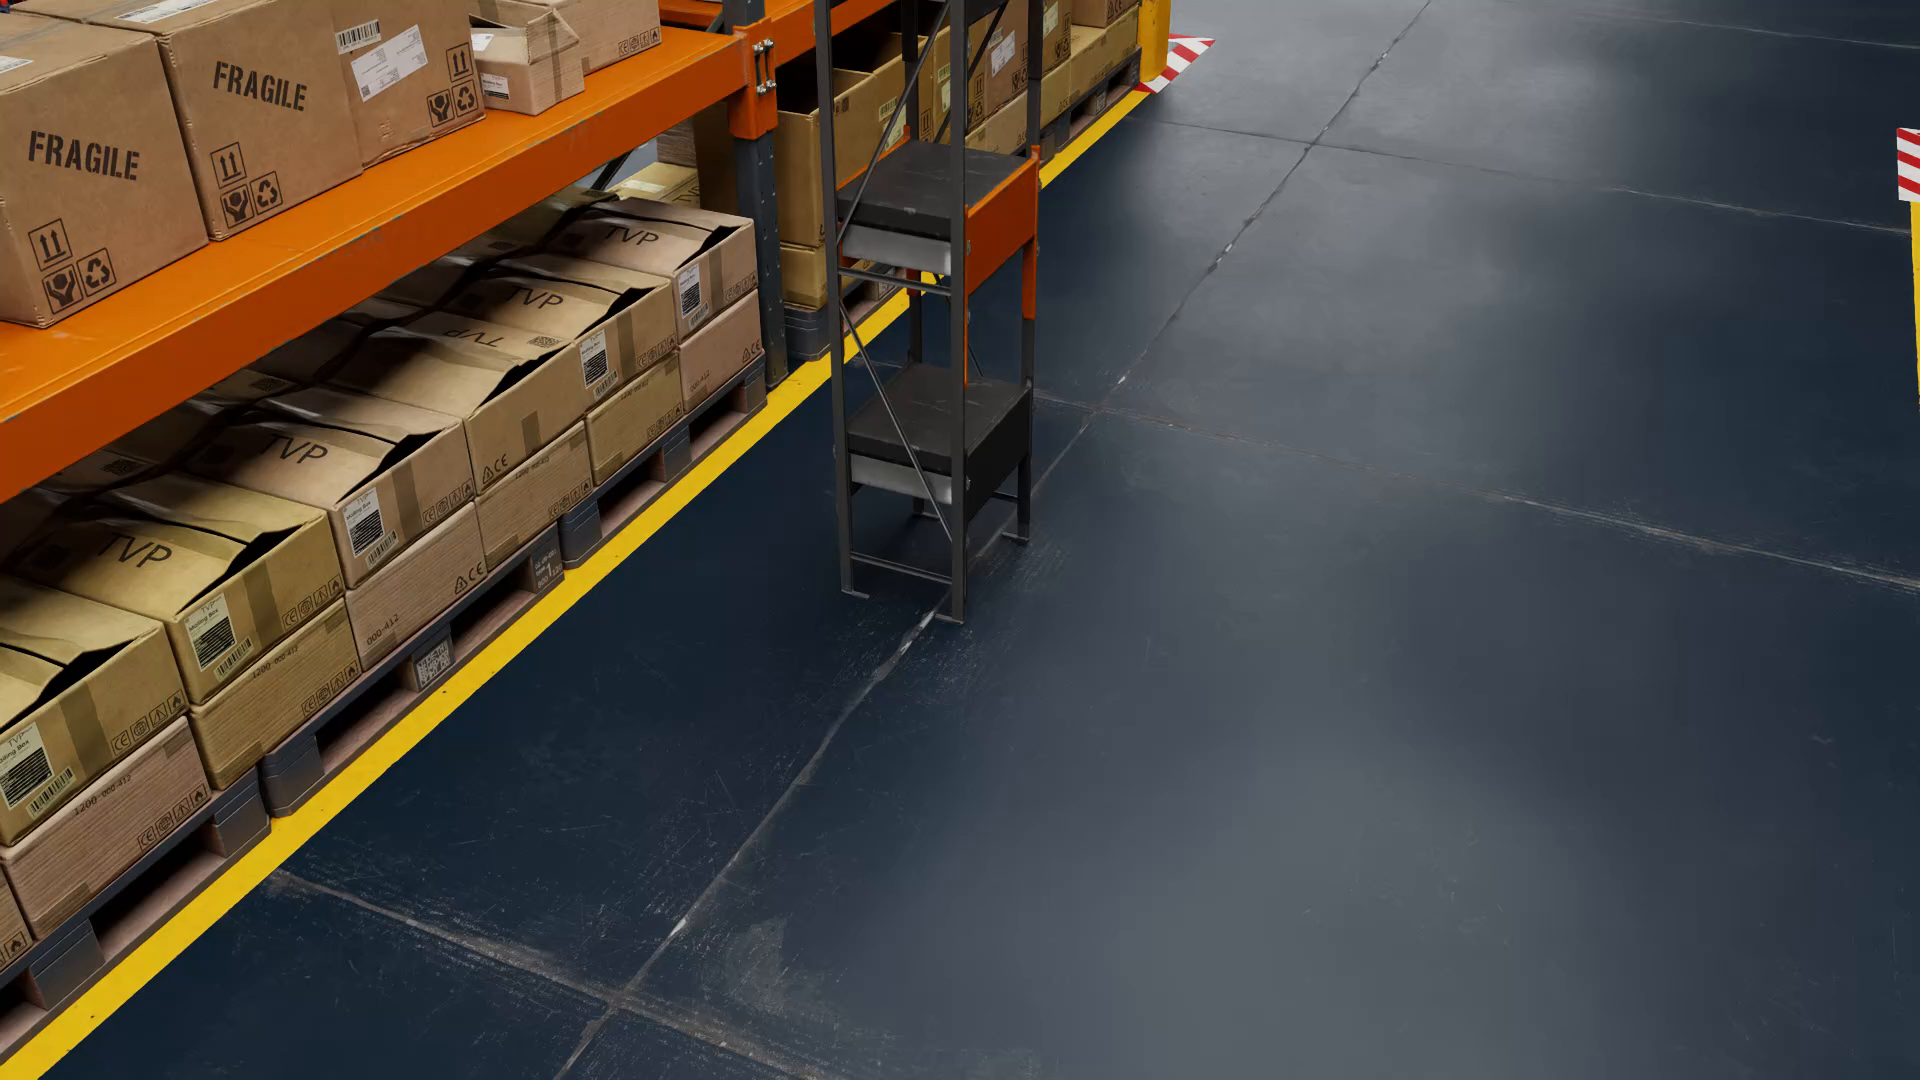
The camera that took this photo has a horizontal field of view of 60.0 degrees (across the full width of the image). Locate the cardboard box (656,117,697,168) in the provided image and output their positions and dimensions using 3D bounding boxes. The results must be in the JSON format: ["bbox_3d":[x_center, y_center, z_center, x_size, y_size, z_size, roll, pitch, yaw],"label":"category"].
[{"bbox_3d":[-0.900,-1.813,6.719,0.500,0.500,0.500,14,36,20],"label":"cardboard box"}]

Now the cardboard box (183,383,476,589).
[{"bbox_3d":[-1.661,-0.180,4.403,0.500,0.311,0.500,14,36,20],"label":"cardboard box"}]

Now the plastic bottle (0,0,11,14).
[{"bbox_3d":[-4.819,-2.561,8.435,0.144,0.351,0.185,13,35,18],"label":"plastic bottle"}]

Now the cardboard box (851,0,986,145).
[{"bbox_3d":[-0.219,-1.942,6.917,0.500,0.500,0.500,14,36,20],"label":"cardboard box"}]

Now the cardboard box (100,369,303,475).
[{"bbox_3d":[-2.156,-0.291,4.572,0.500,0.311,0.500,15,36,22],"label":"cardboard box"}]

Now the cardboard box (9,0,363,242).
[{"bbox_3d":[-1.881,-1.097,4.096,0.500,0.500,0.500,14,36,21],"label":"cardboard box"}]

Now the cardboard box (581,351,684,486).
[{"bbox_3d":[-1.239,-0.447,5.321,0.500,0.250,0.500,14,36,20],"label":"cardboard box"}]

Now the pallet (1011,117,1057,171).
[{"bbox_3d":[-0.235,-1.776,7.766,1.003,0.211,1.213,14,36,20],"label":"pallet"}]

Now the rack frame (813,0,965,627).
[{"bbox_3d":[-0.171,-0.674,4.363,0.400,2.100,0.015,14,36,20],"label":"rack frame"}]

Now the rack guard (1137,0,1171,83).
[{"bbox_3d":[0.568,-2.905,9.224,1.175,0.500,0.348,14,36,20],"label":"rack guard"}]

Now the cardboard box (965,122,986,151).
[{"bbox_3d":[-0.218,-1.629,7.123,0.500,0.250,0.500,14,36,20],"label":"cardboard box"}]

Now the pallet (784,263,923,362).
[{"bbox_3d":[-0.745,-1.166,6.836,1.003,0.211,1.213,14,36,20],"label":"pallet"}]

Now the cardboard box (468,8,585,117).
[{"bbox_3d":[-1.316,-1.409,4.787,0.396,0.266,0.258,13,36,19],"label":"cardboard box"}]

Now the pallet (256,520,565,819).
[{"bbox_3d":[-1.897,0.206,4.743,1.003,0.211,1.213,14,36,20],"label":"pallet"}]

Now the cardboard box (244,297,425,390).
[{"bbox_3d":[-1.944,-0.551,4.968,0.500,0.311,0.500,13,35,19],"label":"cardboard box"}]

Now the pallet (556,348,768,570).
[{"bbox_3d":[-1.388,-0.404,5.673,1.003,0.211,1.213,14,36,20],"label":"pallet"}]

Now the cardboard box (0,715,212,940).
[{"bbox_3d":[-2.093,0.577,3.760,0.500,0.250,0.500,13,35,19],"label":"cardboard box"}]

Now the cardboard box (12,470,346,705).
[{"bbox_3d":[-1.875,0.076,4.012,0.500,0.311,0.500,13,35,19],"label":"cardboard box"}]

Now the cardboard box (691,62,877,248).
[{"bbox_3d":[-0.637,-1.444,6.158,0.500,0.500,0.500,14,36,20],"label":"cardboard box"}]

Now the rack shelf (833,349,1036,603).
[{"bbox_3d":[-0.069,-0.199,4.940,0.431,0.518,0.480,14,36,20],"label":"rack shelf"}]

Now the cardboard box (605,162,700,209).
[{"bbox_3d":[-1.120,-1.253,6.549,0.500,0.250,0.500,14,36,20],"label":"cardboard box"}]

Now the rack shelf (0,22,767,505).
[{"bbox_3d":[-1.952,-0.649,4.160,1.077,0.370,4.000,14,36,20],"label":"rack shelf"}]

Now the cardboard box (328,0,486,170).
[{"bbox_3d":[-1.672,-1.346,4.477,0.500,0.500,0.500,17,37,24],"label":"cardboard box"}]

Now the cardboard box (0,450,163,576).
[{"bbox_3d":[-2.368,-0.042,4.192,0.500,0.311,0.500,14,36,20],"label":"cardboard box"}]

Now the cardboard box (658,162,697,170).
[{"bbox_3d":[-0.902,-1.499,6.926,0.500,0.250,0.500,14,36,20],"label":"cardboard box"}]

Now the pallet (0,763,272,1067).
[{"bbox_3d":[-2.409,0.812,3.820,1.003,0.211,1.213,14,36,20],"label":"pallet"}]

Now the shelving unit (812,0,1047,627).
[{"bbox_3d":[-0.069,-0.796,4.549,0.431,2.100,0.503,14,36,20],"label":"shelving unit"}]

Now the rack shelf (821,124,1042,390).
[{"bbox_3d":[-0.069,-0.784,4.556,0.431,0.518,0.480,14,36,20],"label":"rack shelf"}]

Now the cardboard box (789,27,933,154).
[{"bbox_3d":[-0.435,-1.695,6.540,0.500,0.500,0.500,14,36,20],"label":"cardboard box"}]

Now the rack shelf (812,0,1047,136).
[{"bbox_3d":[-0.069,-1.370,4.172,0.431,0.518,0.480,14,36,20],"label":"rack shelf"}]

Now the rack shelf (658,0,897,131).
[{"bbox_3d":[-0.279,-2.641,7.198,1.077,0.370,4.000,14,36,20],"label":"rack shelf"}]

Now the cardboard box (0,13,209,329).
[{"bbox_3d":[-2.102,-0.835,3.696,0.500,0.500,0.500,12,35,18],"label":"cardboard box"}]

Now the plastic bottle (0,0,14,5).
[{"bbox_3d":[-5.251,-2.966,9.125,0.097,0.271,0.097,0,33,0],"label":"plastic bottle"}]

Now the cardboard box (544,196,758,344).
[{"bbox_3d":[-1.024,-0.939,5.559,0.500,0.311,0.500,14,36,20],"label":"cardboard box"}]

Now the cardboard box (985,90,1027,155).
[{"bbox_3d":[-0.014,-1.879,7.505,0.500,0.250,0.500,14,36,20],"label":"cardboard box"}]

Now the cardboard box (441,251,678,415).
[{"bbox_3d":[-1.236,-0.678,5.162,0.500,0.311,0.500,15,36,22],"label":"cardboard box"}]

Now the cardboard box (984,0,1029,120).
[{"bbox_3d":[-0.011,-2.192,7.298,0.500,0.500,0.500,14,36,20],"label":"cardboard box"}]

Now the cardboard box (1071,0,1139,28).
[{"bbox_3d":[0.604,-2.942,8.442,0.500,0.500,0.500,14,36,20],"label":"cardboard box"}]

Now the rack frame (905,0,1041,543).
[{"bbox_3d":[0.033,-0.917,4.734,0.400,2.100,0.015,14,36,20],"label":"rack frame"}]

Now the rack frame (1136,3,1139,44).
[{"bbox_3d":[0.558,-3.938,8.520,1.000,3.000,0.127,14,36,20],"label":"rack frame"}]

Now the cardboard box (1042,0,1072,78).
[{"bbox_3d":[0.199,-2.440,7.677,0.500,0.500,0.500,14,36,20],"label":"cardboard box"}]

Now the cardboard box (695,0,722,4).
[{"bbox_3d":[-0.935,-2.210,5.794,0.700,0.500,0.500,13,36,19],"label":"cardboard box"}]

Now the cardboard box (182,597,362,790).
[{"bbox_3d":[-1.881,0.316,4.157,0.500,0.250,0.500,13,36,19],"label":"cardboard box"}]

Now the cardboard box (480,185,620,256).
[{"bbox_3d":[-1.514,-1.057,5.740,0.500,0.311,0.500,14,36,21],"label":"cardboard box"}]

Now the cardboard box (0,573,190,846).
[{"bbox_3d":[-2.091,0.329,3.626,0.500,0.311,0.500,13,36,19],"label":"cardboard box"}]

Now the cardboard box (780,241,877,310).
[{"bbox_3d":[-0.646,-1.133,6.367,0.500,0.250,0.500,14,36,20],"label":"cardboard box"}]

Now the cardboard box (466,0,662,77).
[{"bbox_3d":[-1.282,-1.628,5.134,0.500,0.250,0.500,17,37,23],"label":"cardboard box"}]

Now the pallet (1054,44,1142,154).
[{"bbox_3d":[0.276,-2.381,8.689,1.003,0.211,1.213,14,36,20],"label":"pallet"}]

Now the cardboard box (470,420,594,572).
[{"bbox_3d":[-1.452,-0.192,4.932,0.500,0.250,0.500,15,36,22],"label":"cardboard box"}]

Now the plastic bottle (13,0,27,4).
[{"bbox_3d":[-5.208,-2.989,9.223,0.097,0.201,0.097,0,33,0],"label":"plastic bottle"}]

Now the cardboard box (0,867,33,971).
[{"bbox_3d":[-2.303,0.827,3.377,0.500,0.250,0.500,14,36,20],"label":"cardboard box"}]

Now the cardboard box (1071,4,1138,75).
[{"bbox_3d":[0.602,-2.629,8.648,0.500,0.250,0.500,14,36,20],"label":"cardboard box"}]

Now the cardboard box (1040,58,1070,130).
[{"bbox_3d":[0.196,-2.128,7.884,0.500,0.250,0.500,14,36,20],"label":"cardboard box"}]

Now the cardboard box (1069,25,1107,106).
[{"bbox_3d":[0.404,-2.377,8.264,0.500,0.250,0.500,14,36,20],"label":"cardboard box"}]

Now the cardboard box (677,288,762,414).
[{"bbox_3d":[-1.025,-0.698,5.704,0.500,0.250,0.500,14,36,20],"label":"cardboard box"}]

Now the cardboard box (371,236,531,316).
[{"bbox_3d":[-1.729,-0.809,5.362,0.500,0.311,0.500,14,36,20],"label":"cardboard box"}]

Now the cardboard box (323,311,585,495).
[{"bbox_3d":[-1.447,-0.430,4.783,0.500,0.311,0.500,14,36,20],"label":"cardboard box"}]

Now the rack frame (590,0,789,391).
[{"bbox_3d":[-1.115,-1.946,5.482,1.000,3.000,0.127,14,36,20],"label":"rack frame"}]

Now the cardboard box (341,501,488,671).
[{"bbox_3d":[-1.667,0.061,4.546,0.500,0.250,0.500,15,36,21],"label":"cardboard box"}]
